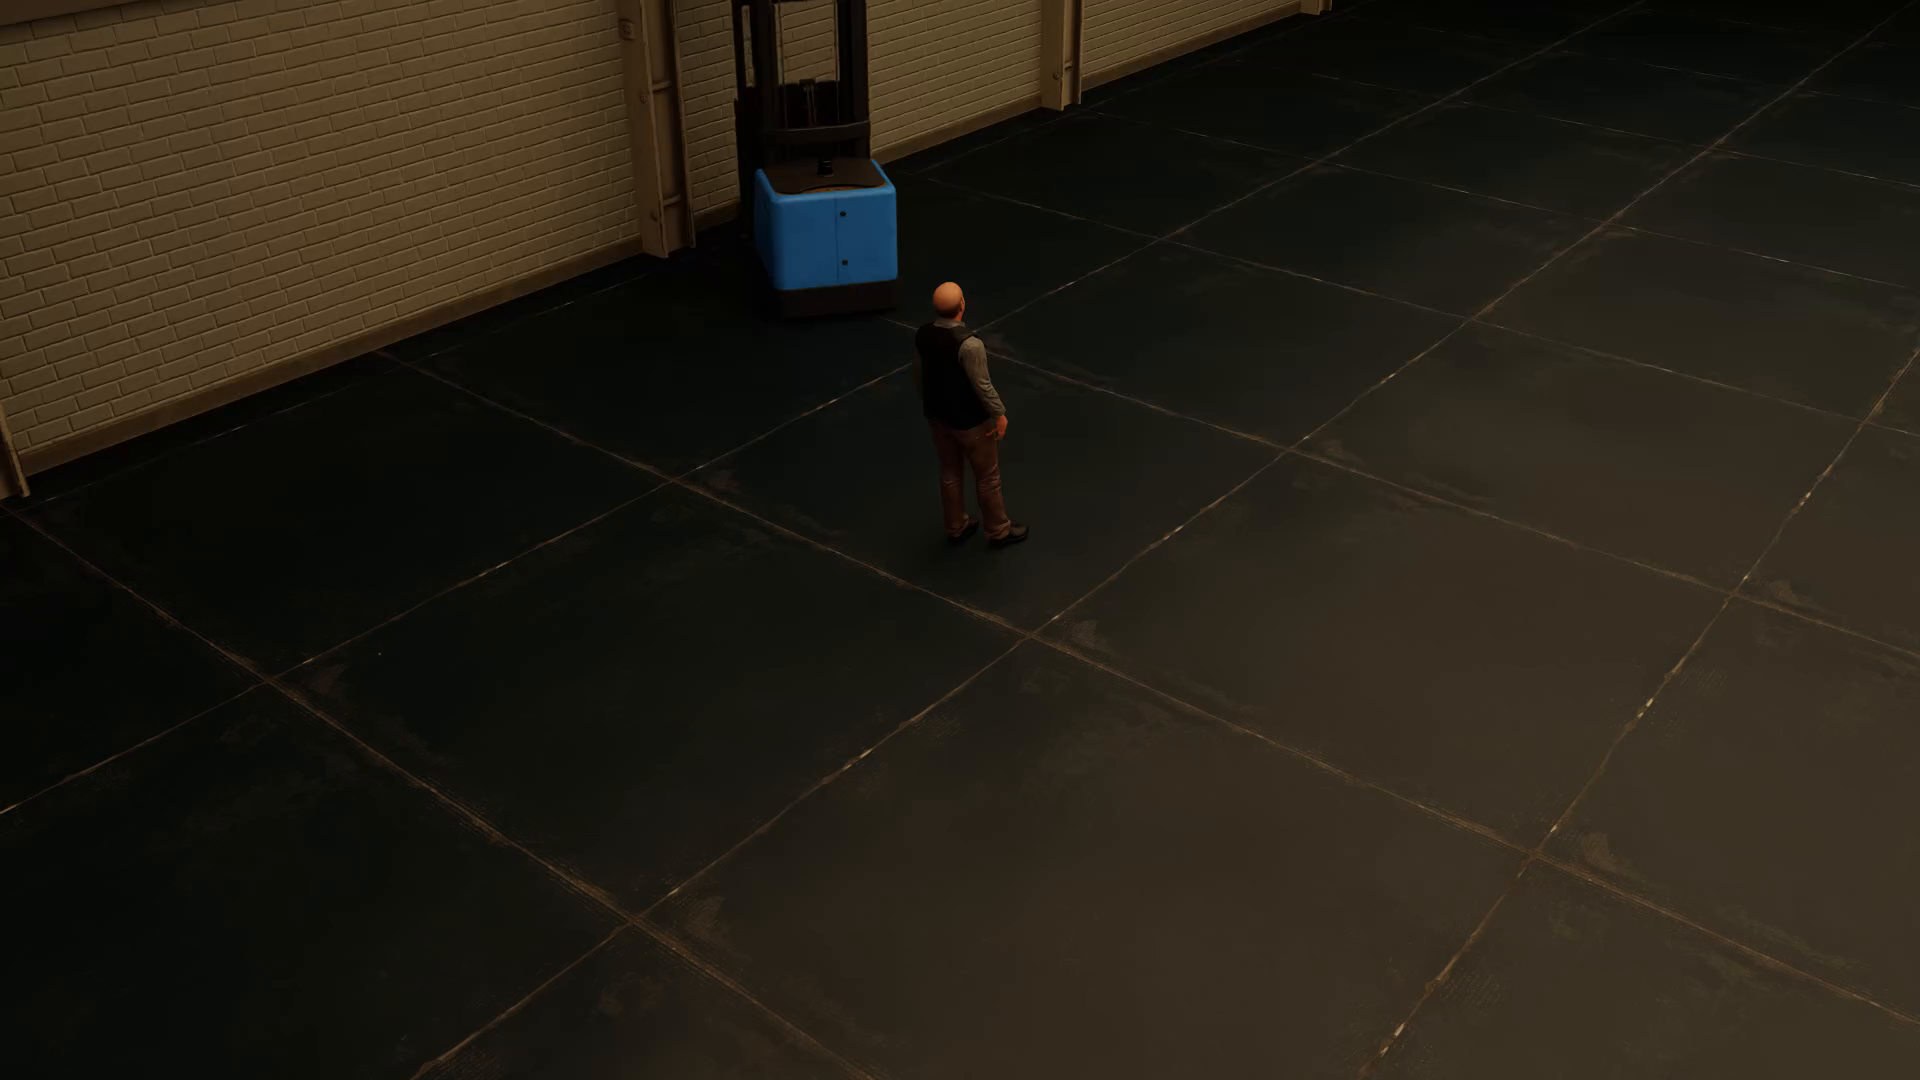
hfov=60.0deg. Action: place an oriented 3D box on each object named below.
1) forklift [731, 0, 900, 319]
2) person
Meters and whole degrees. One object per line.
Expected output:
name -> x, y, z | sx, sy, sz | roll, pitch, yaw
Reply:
forklift -> -1.367, -3.783, 14.069 | 1.130, 2.935, 3.031 | -8, 31, -13
person -> 0.050, -0.775, 10.106 | 0.633, 1.722, 0.551 | 22, 37, 33
